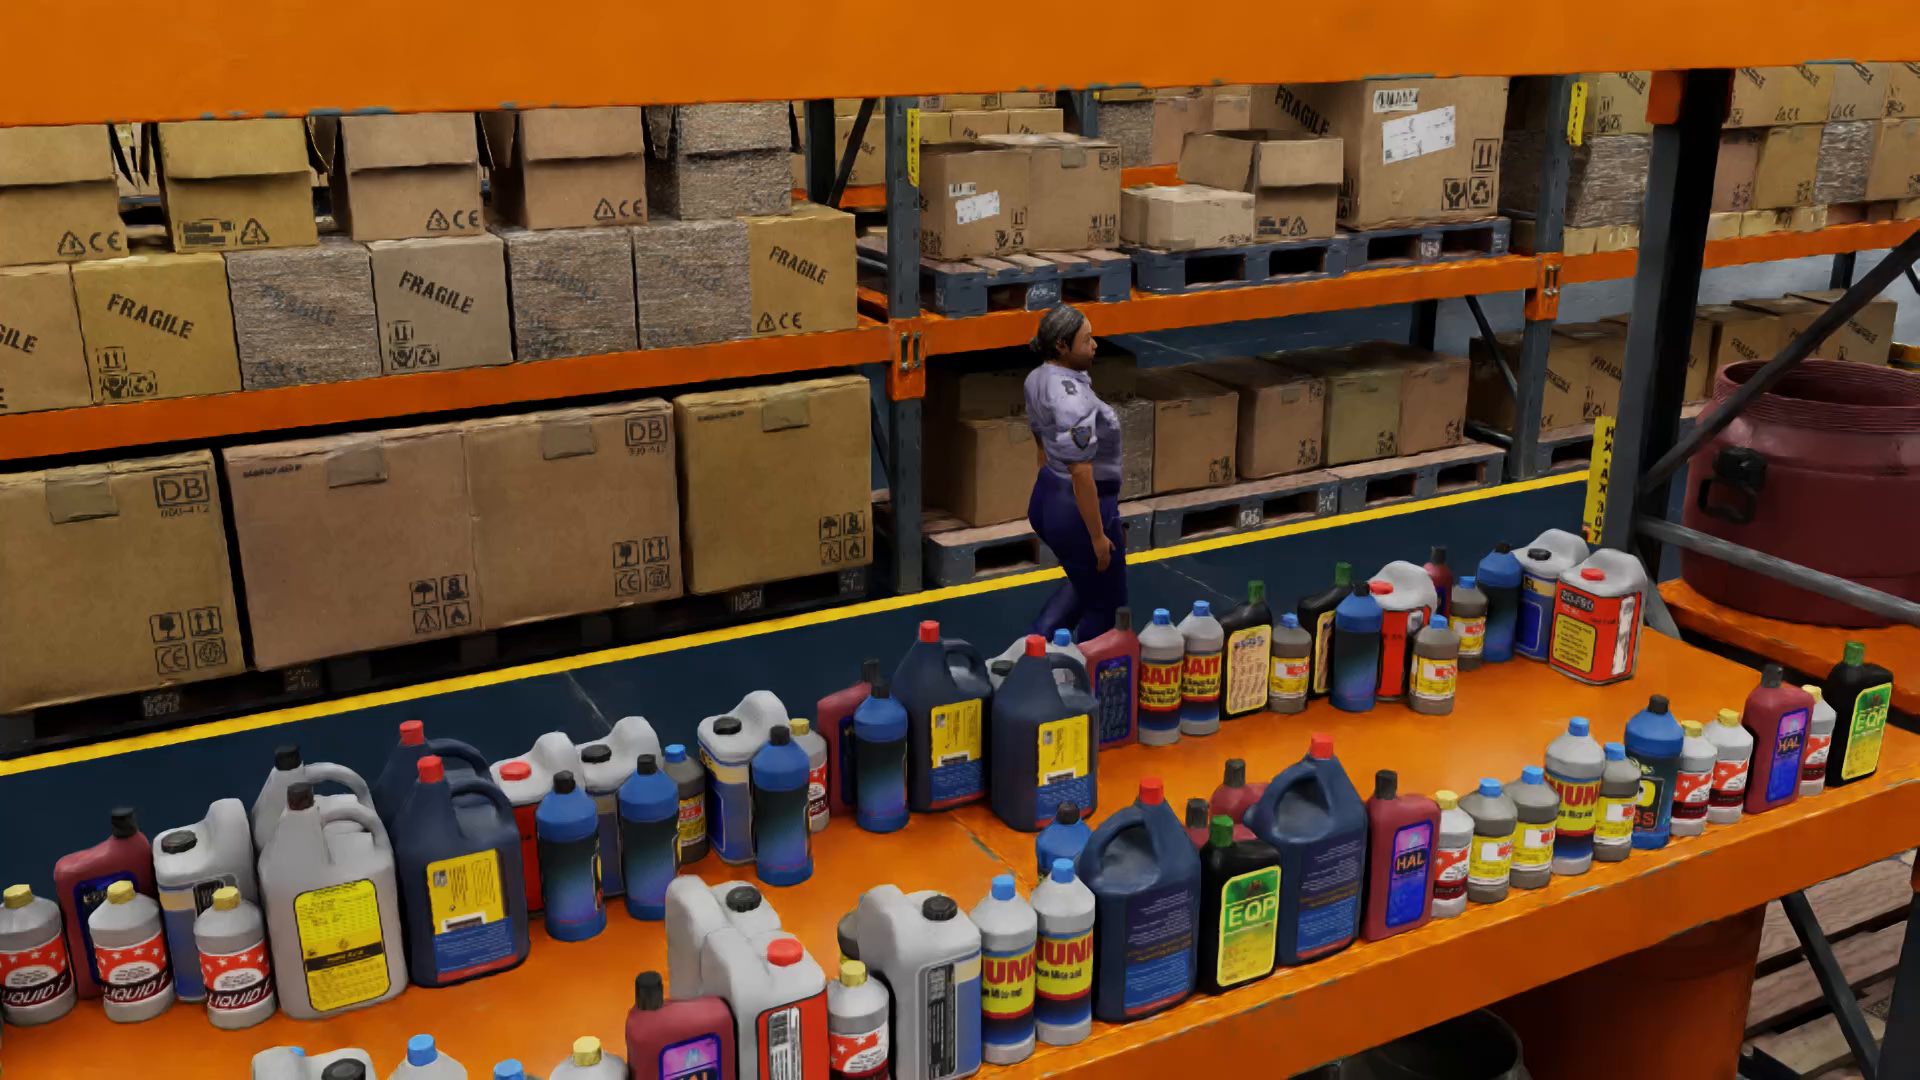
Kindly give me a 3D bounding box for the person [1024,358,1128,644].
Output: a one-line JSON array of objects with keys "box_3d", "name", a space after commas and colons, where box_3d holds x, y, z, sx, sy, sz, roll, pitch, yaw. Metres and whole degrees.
[{"box_3d": [0.489, 0.011, 6.352, 0.548, 1.444, 0.496, -6, 19, -16], "name": "person"}]
